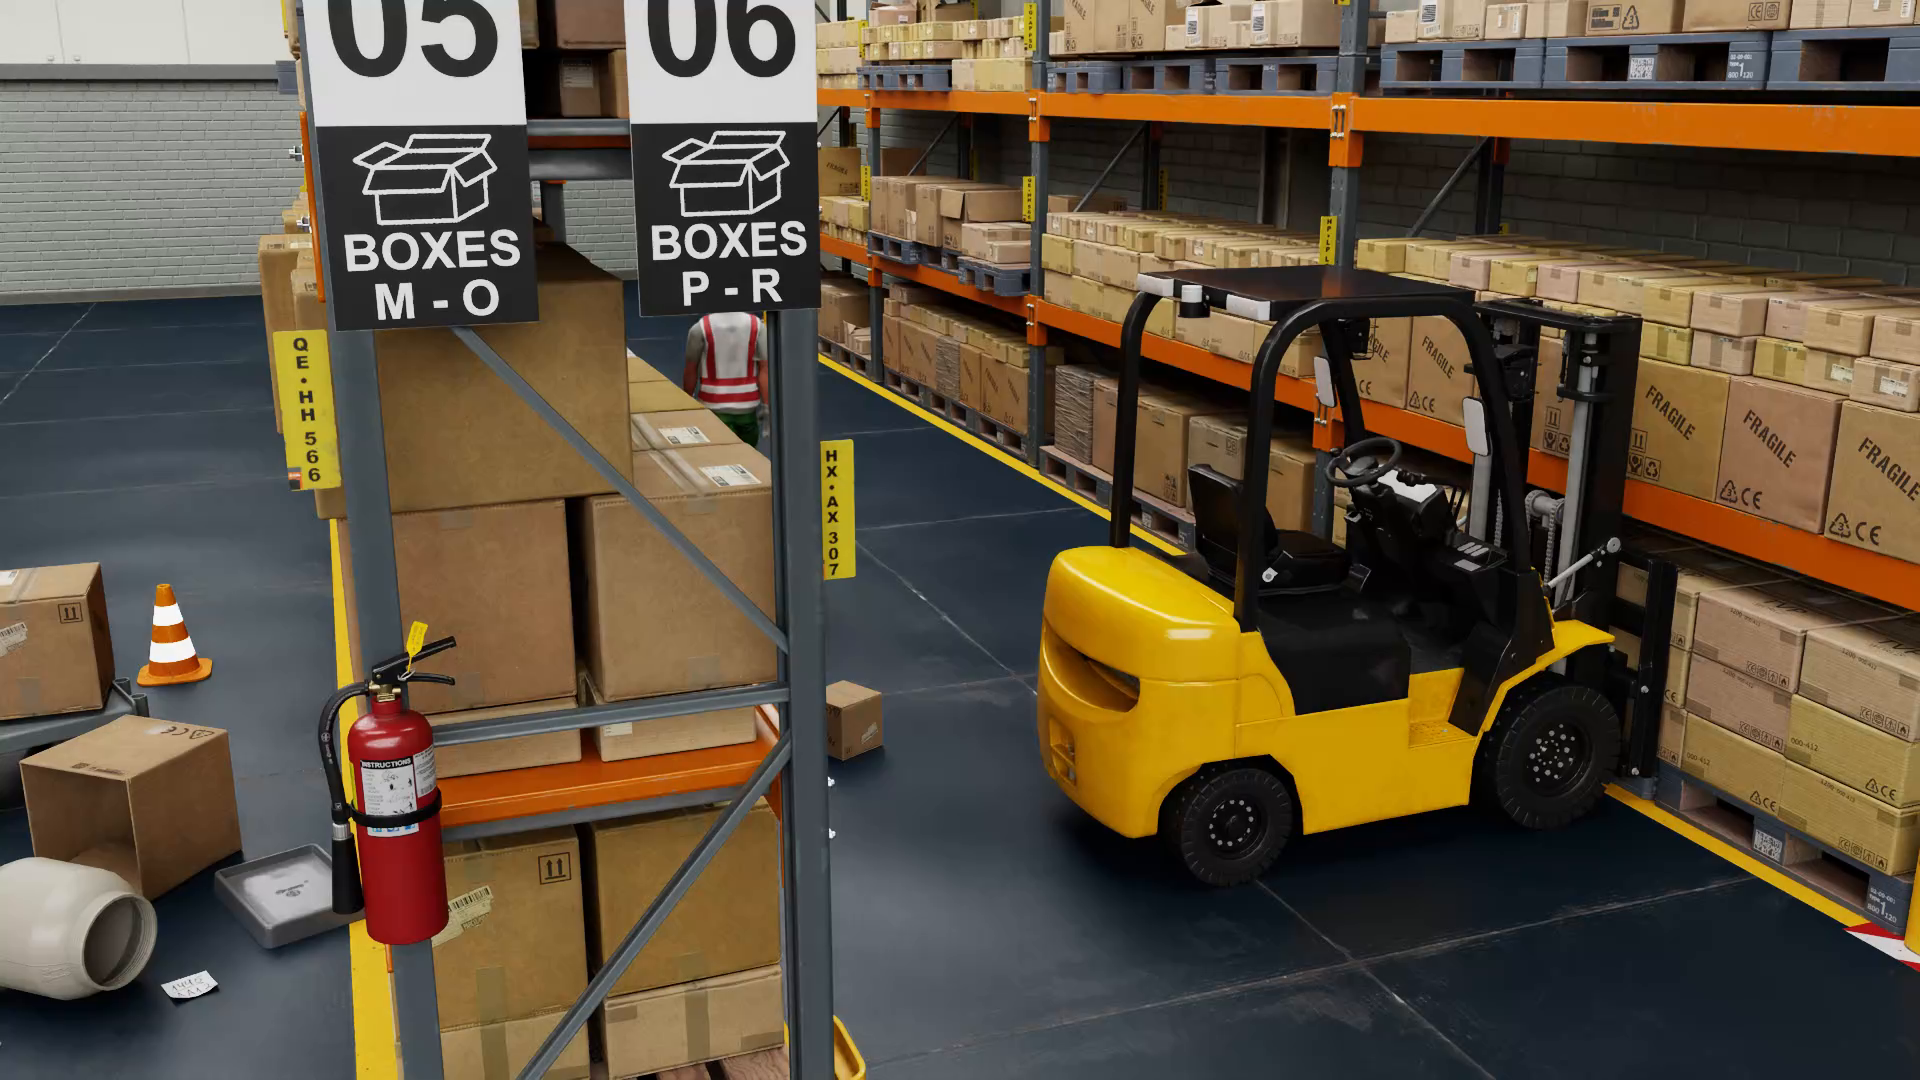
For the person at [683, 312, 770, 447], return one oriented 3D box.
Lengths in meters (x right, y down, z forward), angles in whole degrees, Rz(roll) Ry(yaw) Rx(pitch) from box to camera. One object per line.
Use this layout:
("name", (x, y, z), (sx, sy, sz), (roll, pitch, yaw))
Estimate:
("person", (-1.502, -0.876, 10.667), (0.547, 1.747, 1.035), (-6, 16, -20))
